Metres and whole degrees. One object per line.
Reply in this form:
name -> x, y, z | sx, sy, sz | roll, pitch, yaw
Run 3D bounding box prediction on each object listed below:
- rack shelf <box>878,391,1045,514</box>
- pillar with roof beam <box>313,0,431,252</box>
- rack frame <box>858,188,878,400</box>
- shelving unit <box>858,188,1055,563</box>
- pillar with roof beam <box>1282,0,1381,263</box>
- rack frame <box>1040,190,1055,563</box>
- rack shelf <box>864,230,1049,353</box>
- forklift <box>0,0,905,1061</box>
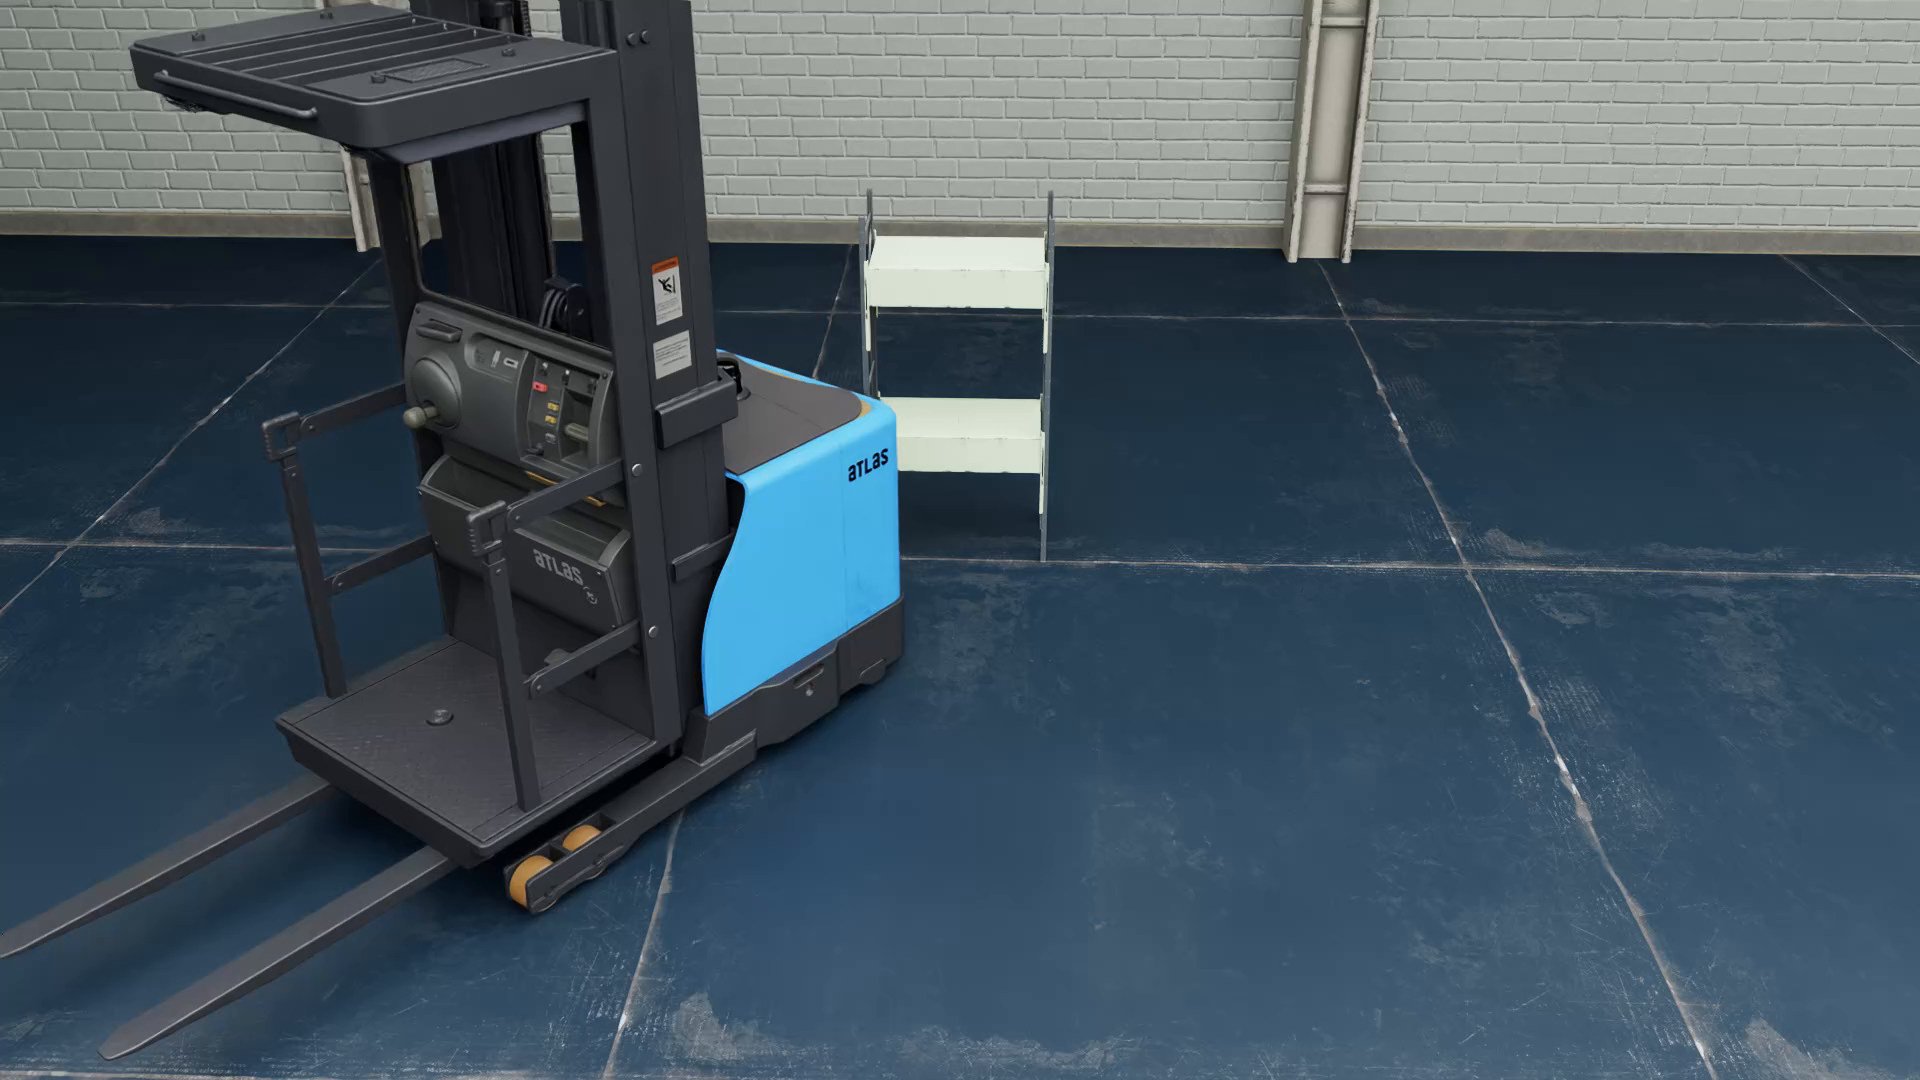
rack shelf -> -0.007, -0.375, 7.052 | 0.720, 0.370, 0.431 | 1, 28, 2
pillar with roof beam -> -3.856, -3.899, 4.998 | 0.400, 9.000, 9.100 | 1, 28, 2
rack frame -> -0.372, -0.669, 6.910 | 0.023, 1.500, 0.400 | 1, 28, 2
shelving unit -> -0.007, -0.663, 6.899 | 0.755, 1.500, 0.431 | 1, 28, 2
pillar with roof beam -> 2.140, -3.800, 4.811 | 0.400, 9.000, 9.100 | 1, 28, 2
rack frame -> 0.359, -0.657, 6.887 | 0.023, 1.500, 0.400 | 1, 28, 2
rack shelf -> -0.007, -1.008, 6.716 | 0.720, 0.370, 0.431 | 1, 28, 2
forklift -> -1.512, -0.419, 4.911 | 1.130, 2.935, 3.031 | 20, 34, 33
